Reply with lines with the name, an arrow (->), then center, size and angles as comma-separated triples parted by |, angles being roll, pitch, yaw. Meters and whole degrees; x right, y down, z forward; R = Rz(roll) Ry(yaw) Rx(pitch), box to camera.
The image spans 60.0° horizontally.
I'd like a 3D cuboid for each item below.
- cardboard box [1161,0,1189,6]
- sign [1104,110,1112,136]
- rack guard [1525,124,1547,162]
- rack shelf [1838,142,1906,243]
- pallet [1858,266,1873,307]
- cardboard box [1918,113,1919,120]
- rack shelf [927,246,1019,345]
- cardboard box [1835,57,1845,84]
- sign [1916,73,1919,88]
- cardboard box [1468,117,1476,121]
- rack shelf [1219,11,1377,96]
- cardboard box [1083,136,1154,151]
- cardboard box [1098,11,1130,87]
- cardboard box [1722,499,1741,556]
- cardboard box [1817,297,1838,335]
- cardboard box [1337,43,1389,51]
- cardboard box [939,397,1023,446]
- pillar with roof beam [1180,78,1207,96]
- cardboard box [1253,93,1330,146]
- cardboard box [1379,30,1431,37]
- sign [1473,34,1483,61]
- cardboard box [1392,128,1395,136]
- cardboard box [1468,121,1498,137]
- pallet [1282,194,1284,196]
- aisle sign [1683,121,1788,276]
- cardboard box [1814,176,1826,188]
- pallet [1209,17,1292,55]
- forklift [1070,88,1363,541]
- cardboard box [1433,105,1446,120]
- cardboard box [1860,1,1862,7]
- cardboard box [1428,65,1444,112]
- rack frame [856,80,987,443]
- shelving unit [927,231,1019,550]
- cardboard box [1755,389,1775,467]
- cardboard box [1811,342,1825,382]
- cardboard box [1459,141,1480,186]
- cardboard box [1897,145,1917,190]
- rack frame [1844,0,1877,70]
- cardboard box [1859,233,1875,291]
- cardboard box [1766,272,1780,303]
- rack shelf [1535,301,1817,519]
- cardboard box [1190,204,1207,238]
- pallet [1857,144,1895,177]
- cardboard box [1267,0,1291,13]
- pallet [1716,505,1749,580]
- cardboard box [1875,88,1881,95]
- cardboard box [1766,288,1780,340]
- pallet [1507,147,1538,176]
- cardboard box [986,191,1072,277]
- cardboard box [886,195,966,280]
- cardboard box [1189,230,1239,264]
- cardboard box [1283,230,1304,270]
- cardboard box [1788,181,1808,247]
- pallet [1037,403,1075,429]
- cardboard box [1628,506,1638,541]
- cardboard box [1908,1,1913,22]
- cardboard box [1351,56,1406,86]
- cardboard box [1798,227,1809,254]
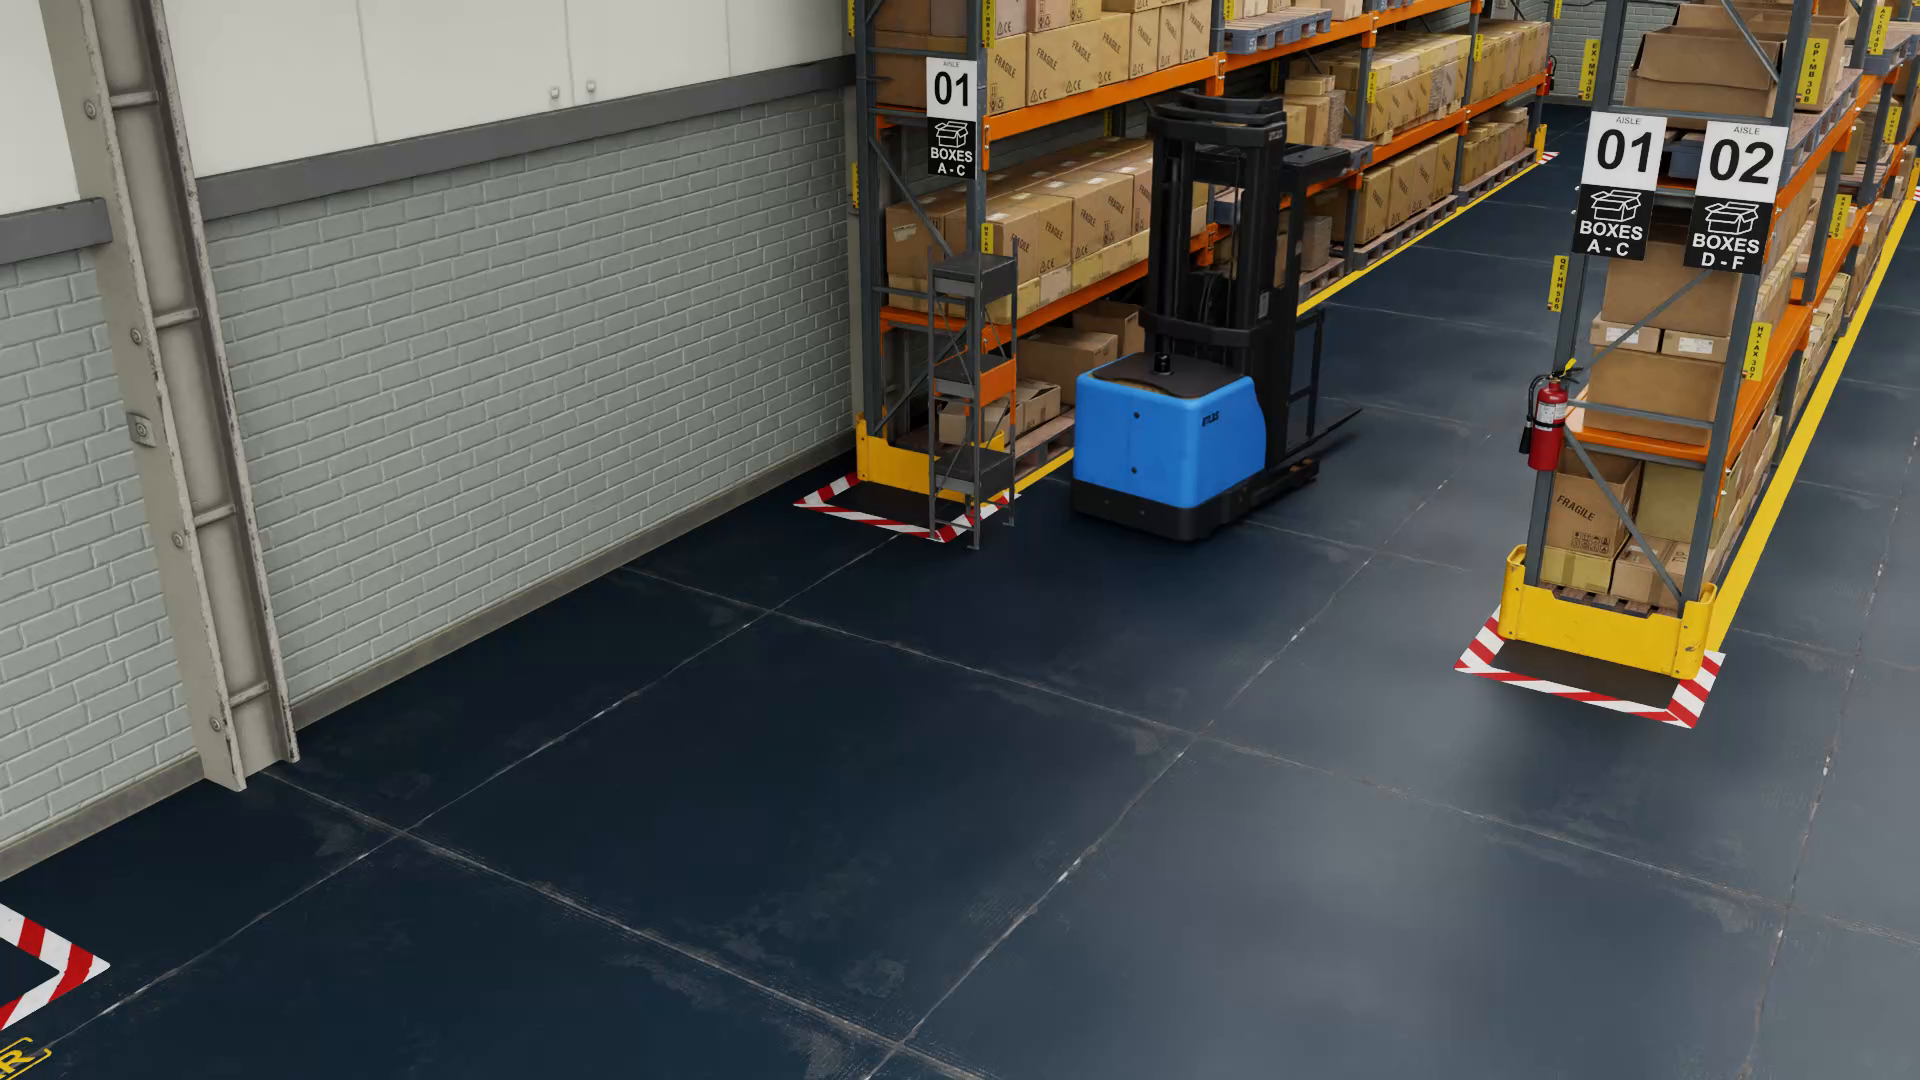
cardboard box -> 1.520, -4.590, 13.393 | 0.500, 0.500, 0.500 | 16, 28, 32
sign -> 1.362, -3.761, 15.204 | 0.100, 0.325, 0.005 | 14, 27, 29
rack guard -> 8.178, -6.025, 25.039 | 1.175, 0.500, 0.348 | 14, 27, 29
rack shelf -> 9.211, -3.772, 17.593 | 1.077, 0.370, 4.000 | 14, 27, 29
pallet -> 9.226, -2.802, 17.956 | 1.003, 0.211, 1.213 | 14, 27, 29
cardboard box -> 11.566, -5.452, 20.442 | 0.500, 0.500, 0.500 | 13, 27, 28
rack shelf -> 0.088, -1.649, 11.189 | 0.431, 0.518, 0.480 | 14, 27, 29
cardboard box -> 5.642, -3.131, 11.043 | 0.380, 0.149, 0.250 | 14, 27, 29
sign -> 10.739, -5.194, 18.514 | 0.100, 0.325, 0.005 | 14, 27, 29
cardboard box -> 6.976, -5.821, 23.221 | 0.380, 0.149, 0.250 | 13, 27, 28
rack shelf -> 2.890, -4.836, 16.274 | 1.077, 0.370, 4.000 | 14, 27, 29
cardboard box -> 1.410, -3.284, 14.779 | 0.500, 0.500, 0.500 | 13, 27, 28
cardboard box -> 0.963, -3.791, 12.805 | 0.500, 0.500, 0.500 | 16, 28, 32
cardboard box -> 4.932, -0.131, 11.209 | 0.500, 0.250, 0.500 | 14, 27, 29
cardboard box -> 7.551, -2.041, 14.915 | 0.500, 0.311, 0.500 | 14, 27, 29
cardboard box -> 4.782, -5.726, 19.731 | 0.500, 0.250, 0.500 | 13, 27, 28
cardboard box -> 0.167, -0.947, 12.992 | 0.500, 0.311, 0.500 | 11, 26, 23
pillar with roof beam -> 6.182, -6.058, 14.416 | 9.100, 9.000, 0.400 | 14, 27, 29
cardboard box -> 3.434, -4.357, 17.359 | 0.700, 0.500, 0.500 | 11, 26, 24
cardboard box -> 5.591, -6.249, 20.940 | 0.500, 0.250, 0.500 | 15, 27, 31
sign -> 6.521, -6.199, 20.935 | 0.100, 0.325, 0.005 | 14, 27, 29
cardboard box -> 4.826, -4.776, 19.298 | 0.380, 0.149, 0.250 | 15, 27, 30
cardboard box -> 7.148, -5.642, 22.808 | 0.380, 0.149, 0.250 | 13, 27, 27
pallet -> 2.936, -3.699, 16.761 | 1.003, 0.211, 1.213 | 14, 27, 29
aisle sign -> 4.161, -1.834, 8.938 | 0.394, 0.787, 0.004 | 14, 27, 29
cardboard box -> 7.284, -2.903, 14.555 | 0.500, 0.500, 0.500 | 12, 26, 26
pallet -> 2.251, -4.590, 15.039 | 1.213, 0.211, 1.003 | 14, 27, 29
forklift -> 2.117, -1.854, 12.343 | 1.130, 2.935, 3.031 | 18, 29, 35
cardboard box -> 5.740, -5.265, 20.427 | 0.380, 0.149, 0.250 | 14, 27, 29
cardboard box -> 7.392, -4.391, 14.003 | 0.500, 0.250, 0.500 | 13, 27, 28
cardboard box -> 5.493, -5.455, 20.050 | 0.500, 0.500, 0.500 | 14, 27, 29
rack frame -> -0.275, -1.764, 12.049 | 1.000, 3.000, 0.127 | 14, 27, 29
shelving unit -> 0.088, -1.019, 11.462 | 0.431, 2.100, 0.503 | 14, 27, 29
cardboard box -> 5.453, -0.814, 11.843 | 0.500, 0.500, 0.500 | 14, 27, 29
cardboard box -> 7.280, -1.611, 14.629 | 0.500, 0.250, 0.500 | 14, 27, 30
cardboard box -> 6.537, -5.091, 22.351 | 0.700, 0.500, 0.500 | 14, 27, 30
cardboard box -> 12.298, -4.947, 21.994 | 0.500, 0.500, 0.500 | 14, 27, 29
rack frame -> 6.046, -4.830, 11.581 | 1.000, 3.000, 0.127 | 14, 27, 29
cardboard box -> 9.179, -2.922, 17.316 | 0.500, 0.500, 0.500 | 13, 27, 28
cardboard box -> 5.137, -1.677, 10.905 | 0.380, 0.149, 0.250 | 14, 27, 29
rack shelf -> 4.991, -1.072, 11.356 | 1.077, 0.370, 4.000 | 14, 27, 29
cardboard box -> 1.843, -2.831, 14.678 | 0.500, 0.250, 0.500 | 14, 27, 29
pallet -> 9.178, -3.997, 17.448 | 1.003, 0.211, 1.213 | 14, 27, 29
cardboard box -> 2.842, -5.313, 15.818 | 0.500, 0.500, 0.500 | 13, 27, 27
pallet -> 4.948, -0.125, 11.772 | 1.003, 0.211, 1.213 | 14, 27, 29
cardboard box -> 9.517, -4.658, 18.079 | 0.700, 0.500, 0.500 | 19, 30, 37
cardboard box -> 5.276, -1.624, 11.600 | 0.700, 0.500, 0.500 | 14, 27, 30
pallet -> 7.810, -5.598, 24.416 | 1.003, 0.211, 1.213 | 14, 27, 29
cardboard box -> 0.502, -2.311, 12.533 | 0.500, 0.500, 0.500 | 14, 27, 29
cardboard box -> -0.207, -2.252, 12.396 | 0.500, 0.500, 0.500 | 14, 27, 28
cardboard box -> 2.439, -2.914, 16.355 | 0.500, 0.250, 0.500 | 13, 27, 28
cardboard box -> 3.239, -3.115, 17.764 | 0.700, 0.500, 0.500 | 14, 27, 29
cardboard box -> 5.551, -2.397, 11.751 | 0.700, 0.500, 0.500 | 14, 27, 29
pallet -> 0.868, -1.187, 14.226 | 1.003, 0.211, 1.213 | 14, 27, 29
cardboard box -> 4.221, -0.072, 11.074 | 0.500, 0.250, 0.500 | 14, 27, 29
cardboard box -> 8.900, -5.352, 16.435 | 0.910, 0.500, 0.500 | 14, 27, 29
cardboard box -> 4.687, -5.281, 18.703 | 0.500, 0.250, 0.500 | 13, 27, 28
cardboard box -> 5.952, -2.201, 12.116 | 0.380, 0.149, 0.250 | 13, 27, 28
